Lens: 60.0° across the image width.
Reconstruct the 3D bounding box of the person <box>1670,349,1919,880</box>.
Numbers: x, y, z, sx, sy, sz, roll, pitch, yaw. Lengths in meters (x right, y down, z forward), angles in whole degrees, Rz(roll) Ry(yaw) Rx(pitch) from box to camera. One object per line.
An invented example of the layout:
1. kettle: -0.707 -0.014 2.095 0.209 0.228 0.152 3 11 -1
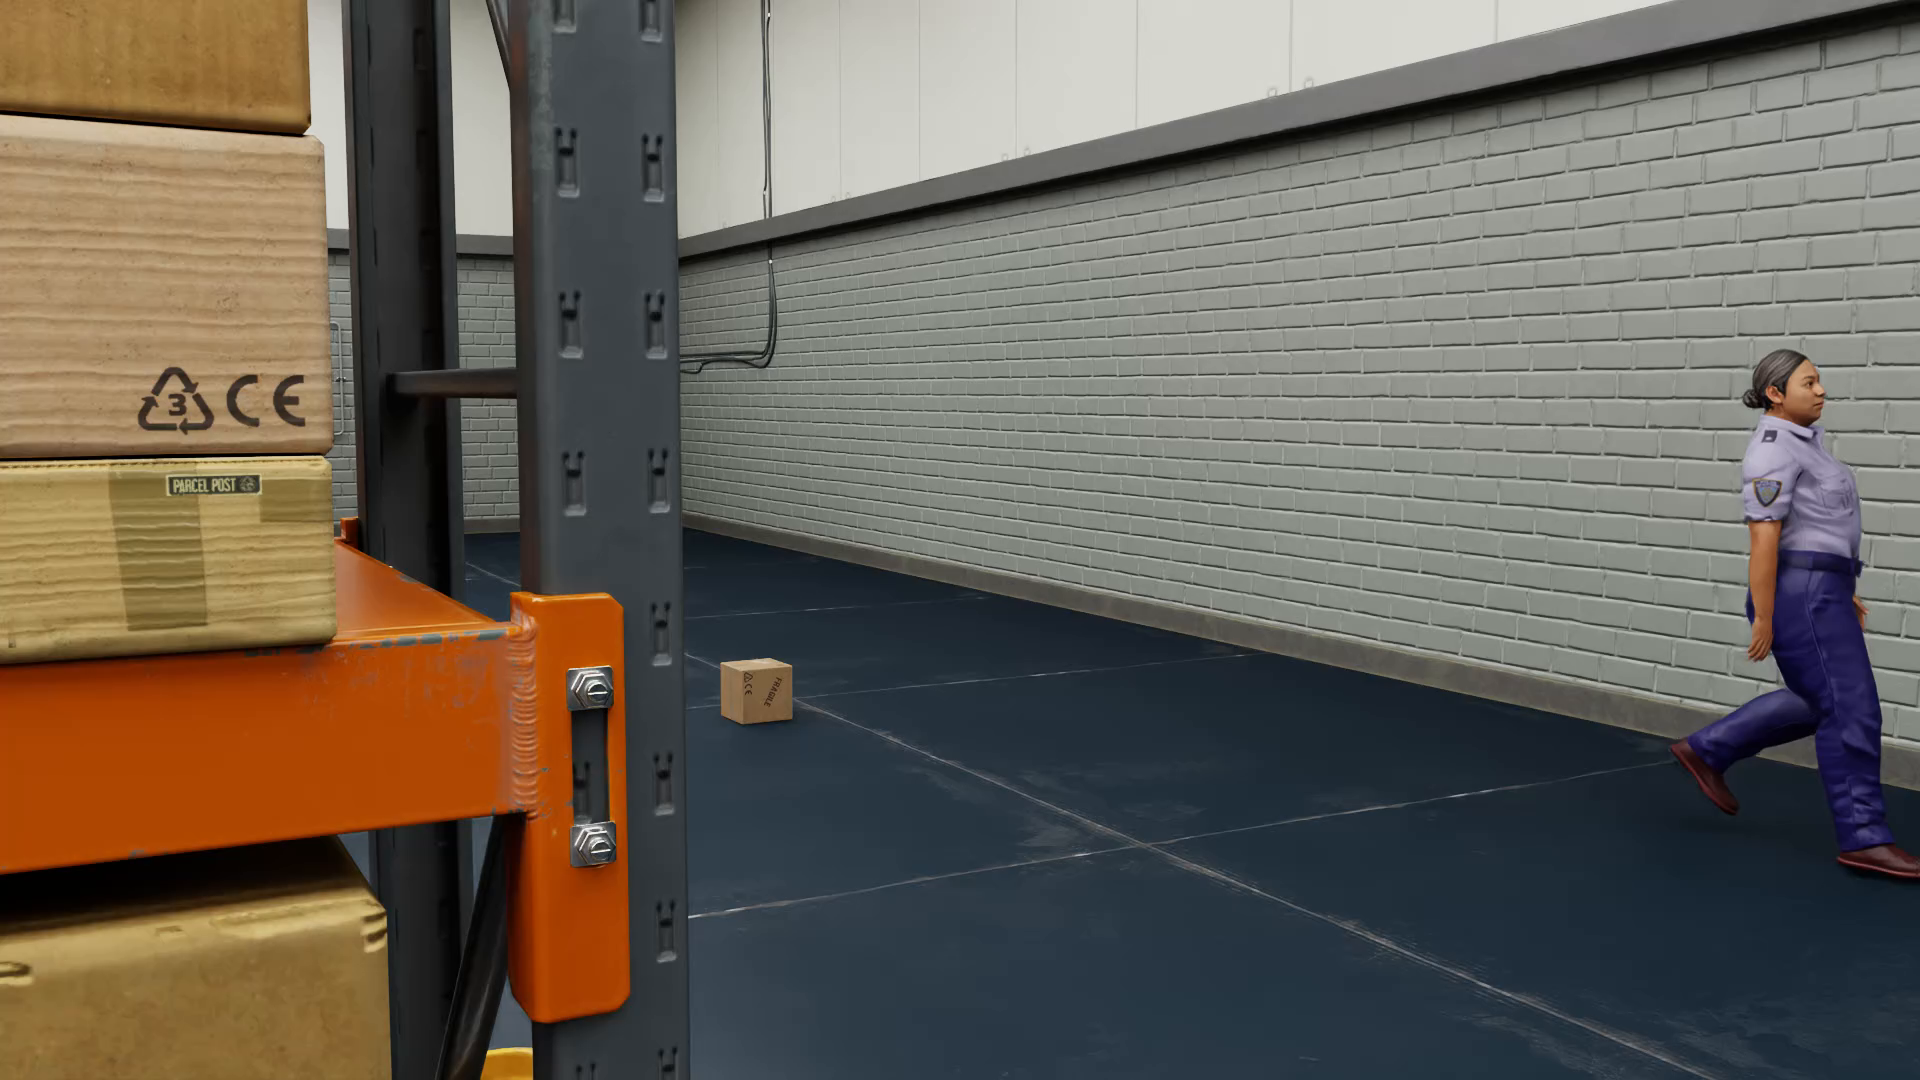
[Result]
1. person: 2.720 0.200 5.323 0.837 1.614 0.498 3 6 31
